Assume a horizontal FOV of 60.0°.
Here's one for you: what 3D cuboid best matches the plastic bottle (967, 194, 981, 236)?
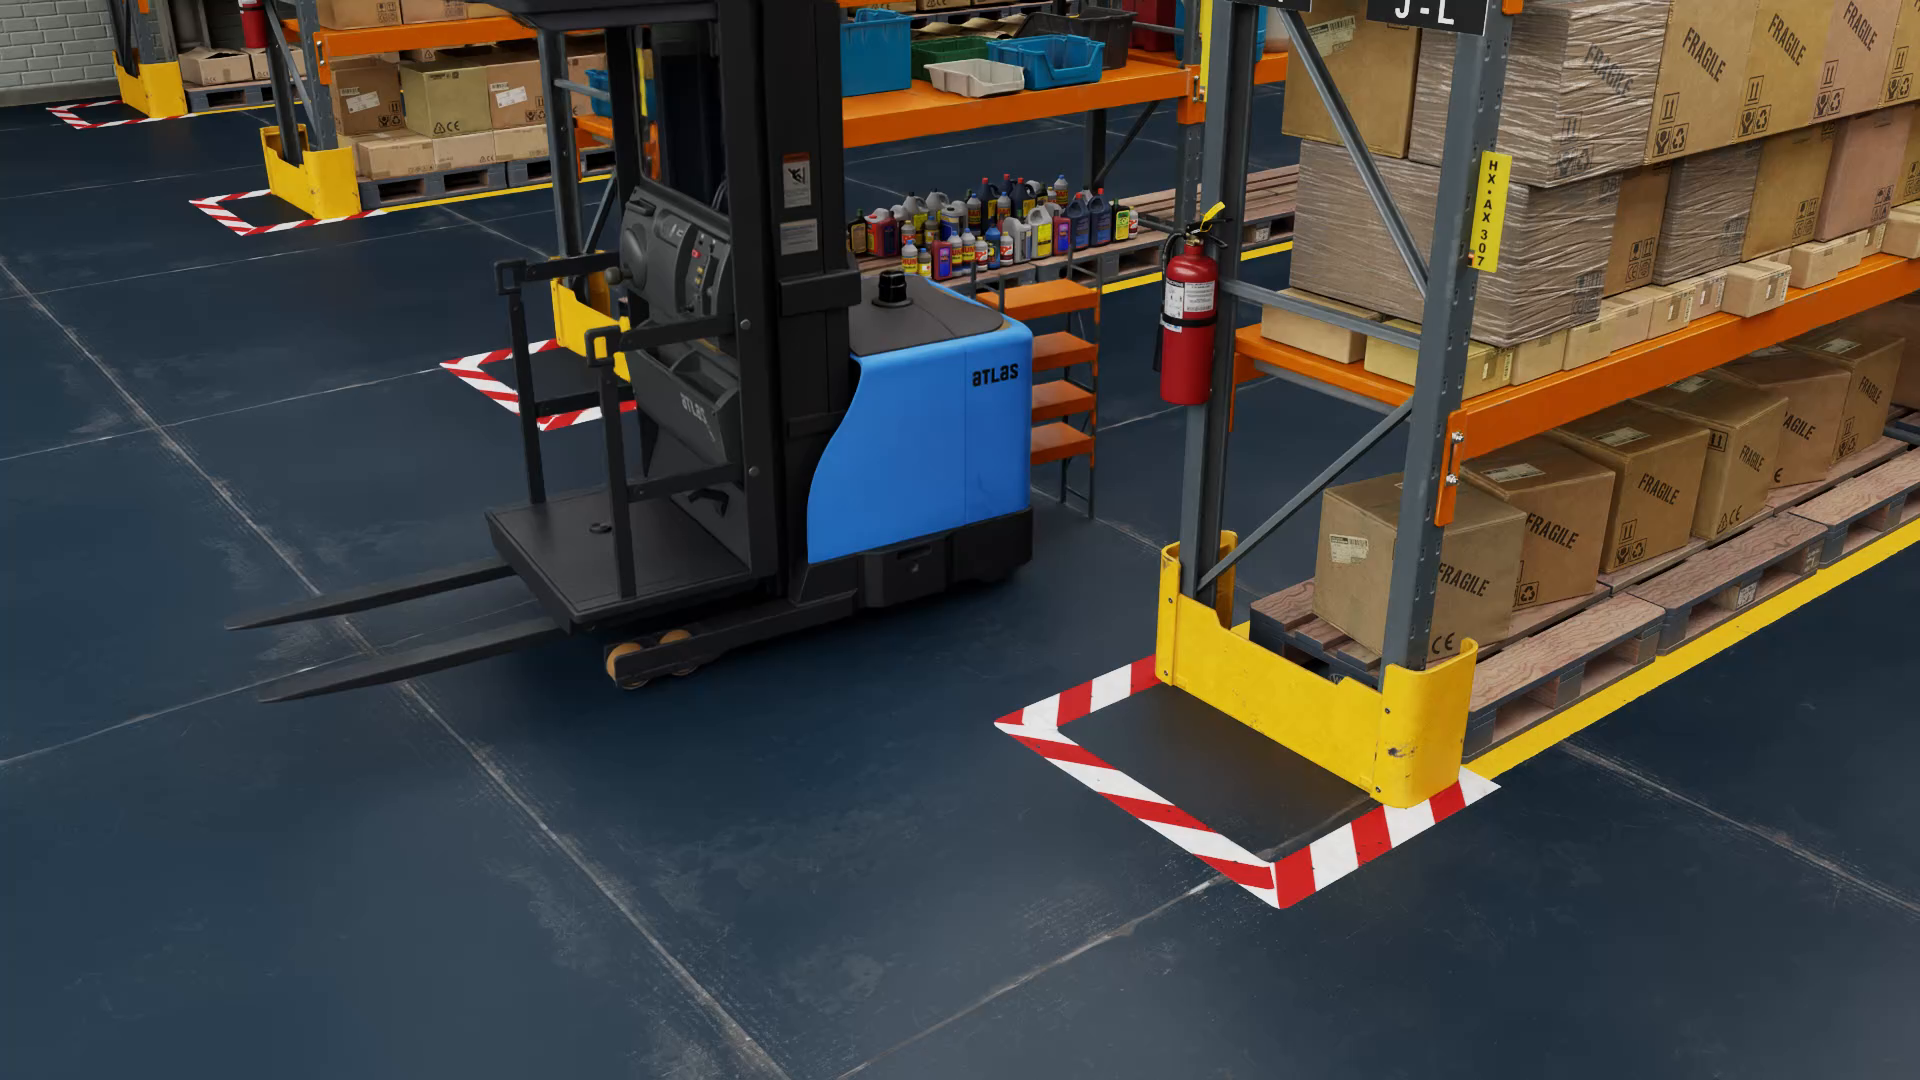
[{"bbox_3d":[0.093,-2.169,11.079,0.097,0.271,0.097,0,25,0],"label":"plastic bottle"}]

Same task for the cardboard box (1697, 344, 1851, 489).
[{"bbox_3d":[3.496,-0.553,7.349,0.500,0.500,0.500,-9,26,-18],"label":"cardboard box"}]

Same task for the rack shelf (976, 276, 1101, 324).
[{"bbox_3d":[0.321,-0.977,6.997,0.480,0.148,0.258,-14,29,-28],"label":"rack shelf"}]

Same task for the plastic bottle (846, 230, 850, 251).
[{"bbox_3d":[-0.747,-1.892,10.566,0.097,0.201,0.097,0,25,0],"label":"plastic bottle"}]

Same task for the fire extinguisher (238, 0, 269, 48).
[{"bbox_3d":[-5.355,-4.070,12.548,0.183,0.674,0.296,-18,31,-34],"label":"fire extinguisher"}]

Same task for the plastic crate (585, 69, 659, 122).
[{"bbox_3d":[-1.713,-2.502,9.254,0.616,0.251,0.499,-18,31,-34],"label":"plastic crate"}]

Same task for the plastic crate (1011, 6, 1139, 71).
[{"bbox_3d":[0.735,-3.257,10.778,0.504,0.338,0.767,-18,31,-34],"label":"plastic crate"}]

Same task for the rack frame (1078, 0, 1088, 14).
[{"bbox_3d":[1.408,-8.739,22.517,0.127,3.000,1.000,-18,31,-34],"label":"rack frame"}]

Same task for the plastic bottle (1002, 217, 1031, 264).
[{"bbox_3d":[0.361,-1.906,10.506,0.135,0.276,0.152,-18,30,-33],"label":"plastic bottle"}]

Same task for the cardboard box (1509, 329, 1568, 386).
[{"bbox_3d":[1.714,-0.639,5.362,0.250,0.149,0.380,-18,31,-34],"label":"cardboard box"}]

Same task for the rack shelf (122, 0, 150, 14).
[{"bbox_3d":[-6.462,-5.815,17.071,4.000,0.370,1.077,-18,31,-34],"label":"rack shelf"}]

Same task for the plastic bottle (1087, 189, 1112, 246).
[{"bbox_3d":[0.897,-2.114,10.866,0.185,0.351,0.144,-19,31,-35],"label":"plastic bottle"}]

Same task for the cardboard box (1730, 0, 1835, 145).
[{"bbox_3d":[2.526,-1.643,5.568,0.500,0.500,0.500,-18,31,-34],"label":"cardboard box"}]

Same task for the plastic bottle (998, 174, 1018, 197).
[{"bbox_3d":[0.334,-2.305,11.277,0.185,0.351,0.144,-17,30,-33],"label":"plastic bottle"}]

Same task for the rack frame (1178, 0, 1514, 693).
[{"bbox_3d":[1.134,-0.699,5.193,0.127,3.000,1.000,-18,31,-34],"label":"rack frame"}]

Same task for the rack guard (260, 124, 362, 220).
[{"bbox_3d":[-4.995,-2.842,12.779,0.348,0.500,1.175,-18,31,-34],"label":"rack guard"}]

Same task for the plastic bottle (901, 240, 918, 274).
[{"bbox_3d":[-0.303,-1.670,10.003,0.097,0.271,0.097,0,25,0],"label":"plastic bottle"}]

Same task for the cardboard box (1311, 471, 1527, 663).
[{"bbox_3d":[1.636,0.088,5.969,0.500,0.500,0.500,-12,28,-25],"label":"cardboard box"}]

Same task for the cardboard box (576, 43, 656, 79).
[{"bbox_3d":[-2.850,-3.854,13.868,0.500,0.500,0.500,-18,31,-34],"label":"cardboard box"}]

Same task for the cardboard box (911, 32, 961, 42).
[{"bbox_3d":[-0.140,-4.643,15.792,0.500,0.311,0.500,-17,30,-33],"label":"cardboard box"}]

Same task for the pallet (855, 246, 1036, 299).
[{"bbox_3d":[-0.289,-1.635,10.522,1.213,0.211,1.003,-18,31,-34],"label":"pallet"}]

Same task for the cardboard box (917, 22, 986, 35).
[{"bbox_3d":[-0.085,-4.948,16.449,0.500,0.311,0.500,-19,31,-35],"label":"cardboard box"}]

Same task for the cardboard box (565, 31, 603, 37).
[{"bbox_3d":[-4.319,-5.923,18.896,0.500,0.500,0.700,-17,30,-32],"label":"cardboard box"}]

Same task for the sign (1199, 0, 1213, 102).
[{"bbox_3d":[0.807,-1.557,5.290,0.005,0.325,0.100,-18,31,-34],"label":"sign"}]

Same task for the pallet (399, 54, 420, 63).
[{"bbox_3d":[-5.394,-5.210,18.225,1.213,0.211,1.003,-18,31,-34],"label":"pallet"}]

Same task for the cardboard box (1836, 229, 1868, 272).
[{"bbox_3d":[3.280,-1.163,6.491,0.250,0.149,0.380,-18,31,-34],"label":"cardboard box"}]

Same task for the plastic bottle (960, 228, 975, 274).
[{"bbox_3d":[0.045,-1.785,10.251,0.097,0.271,0.097,0,25,0],"label":"plastic bottle"}]

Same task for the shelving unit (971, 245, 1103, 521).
[{"bbox_3d":[0.321,-0.621,7.162,0.503,1.200,0.258,-14,29,-28],"label":"shelving unit"}]

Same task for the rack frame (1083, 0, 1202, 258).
[{"bbox_3d":[1.226,-3.379,10.967,0.127,3.000,1.000,-18,31,-34],"label":"rack frame"}]

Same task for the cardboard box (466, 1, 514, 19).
[{"bbox_3d":[-3.796,-4.409,13.069,0.500,0.500,0.700,-18,30,-34],"label":"cardboard box"}]

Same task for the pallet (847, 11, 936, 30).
[{"bbox_3d":[-1.073,-6.615,21.252,1.213,0.211,1.003,-18,31,-34],"label":"pallet"}]

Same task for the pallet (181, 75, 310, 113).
[{"bbox_3d":[-7.314,-4.576,16.859,1.213,0.211,1.003,-18,31,-34],"label":"pallet"}]

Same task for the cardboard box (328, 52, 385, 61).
[{"bbox_3d":[-6.379,-5.160,17.251,0.500,0.500,0.700,-21,32,-37],"label":"cardboard box"}]

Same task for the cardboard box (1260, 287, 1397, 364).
[{"bbox_3d":[1.231,-0.728,5.553,0.250,0.149,0.380,-18,31,-34],"label":"cardboard box"}]

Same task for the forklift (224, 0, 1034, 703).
[{"bbox_3d":[-1.224,-1.038,6.005,3.031,2.935,1.130,-14,29,-28],"label":"forklift"}]

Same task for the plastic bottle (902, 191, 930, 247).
[{"bbox_3d":[-0.295,-2.097,10.829,0.185,0.351,0.144,-17,30,-32],"label":"plastic bottle"}]

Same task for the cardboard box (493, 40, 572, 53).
[{"bbox_3d":[-3.565,-3.897,13.961,0.500,0.500,0.500,-18,31,-34],"label":"cardboard box"}]

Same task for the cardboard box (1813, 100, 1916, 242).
[{"bbox_3d":[3.143,-1.541,6.534,0.500,0.500,0.875,-18,31,-34],"label":"cardboard box"}]

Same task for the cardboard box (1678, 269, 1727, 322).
[{"bbox_3d":[2.485,-0.907,5.940,0.250,0.149,0.380,-18,31,-34],"label":"cardboard box"}]

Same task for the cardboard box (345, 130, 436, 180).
[{"bbox_3d":[-4.416,-2.991,12.898,0.500,0.250,0.500,-18,31,-34],"label":"cardboard box"}]

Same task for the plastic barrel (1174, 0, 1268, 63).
[{"bbox_3d":[1.717,-3.606,10.862,0.708,0.901,0.600,-18,31,-34],"label":"plastic barrel"}]

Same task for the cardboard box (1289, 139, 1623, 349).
[{"bbox_3d":[1.584,-1.013,5.398,0.500,0.500,0.875,-18,31,-34],"label":"cardboard box"}]

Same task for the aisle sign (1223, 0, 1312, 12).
[{"bbox_3d":[0.900,-1.962,4.825,0.004,0.787,0.394,-18,31,-34],"label":"aisle sign"}]

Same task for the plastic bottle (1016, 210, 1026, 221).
[{"bbox_3d":[0.408,-1.977,10.651,0.133,0.283,0.061,-18,31,-34],"label":"plastic bottle"}]
